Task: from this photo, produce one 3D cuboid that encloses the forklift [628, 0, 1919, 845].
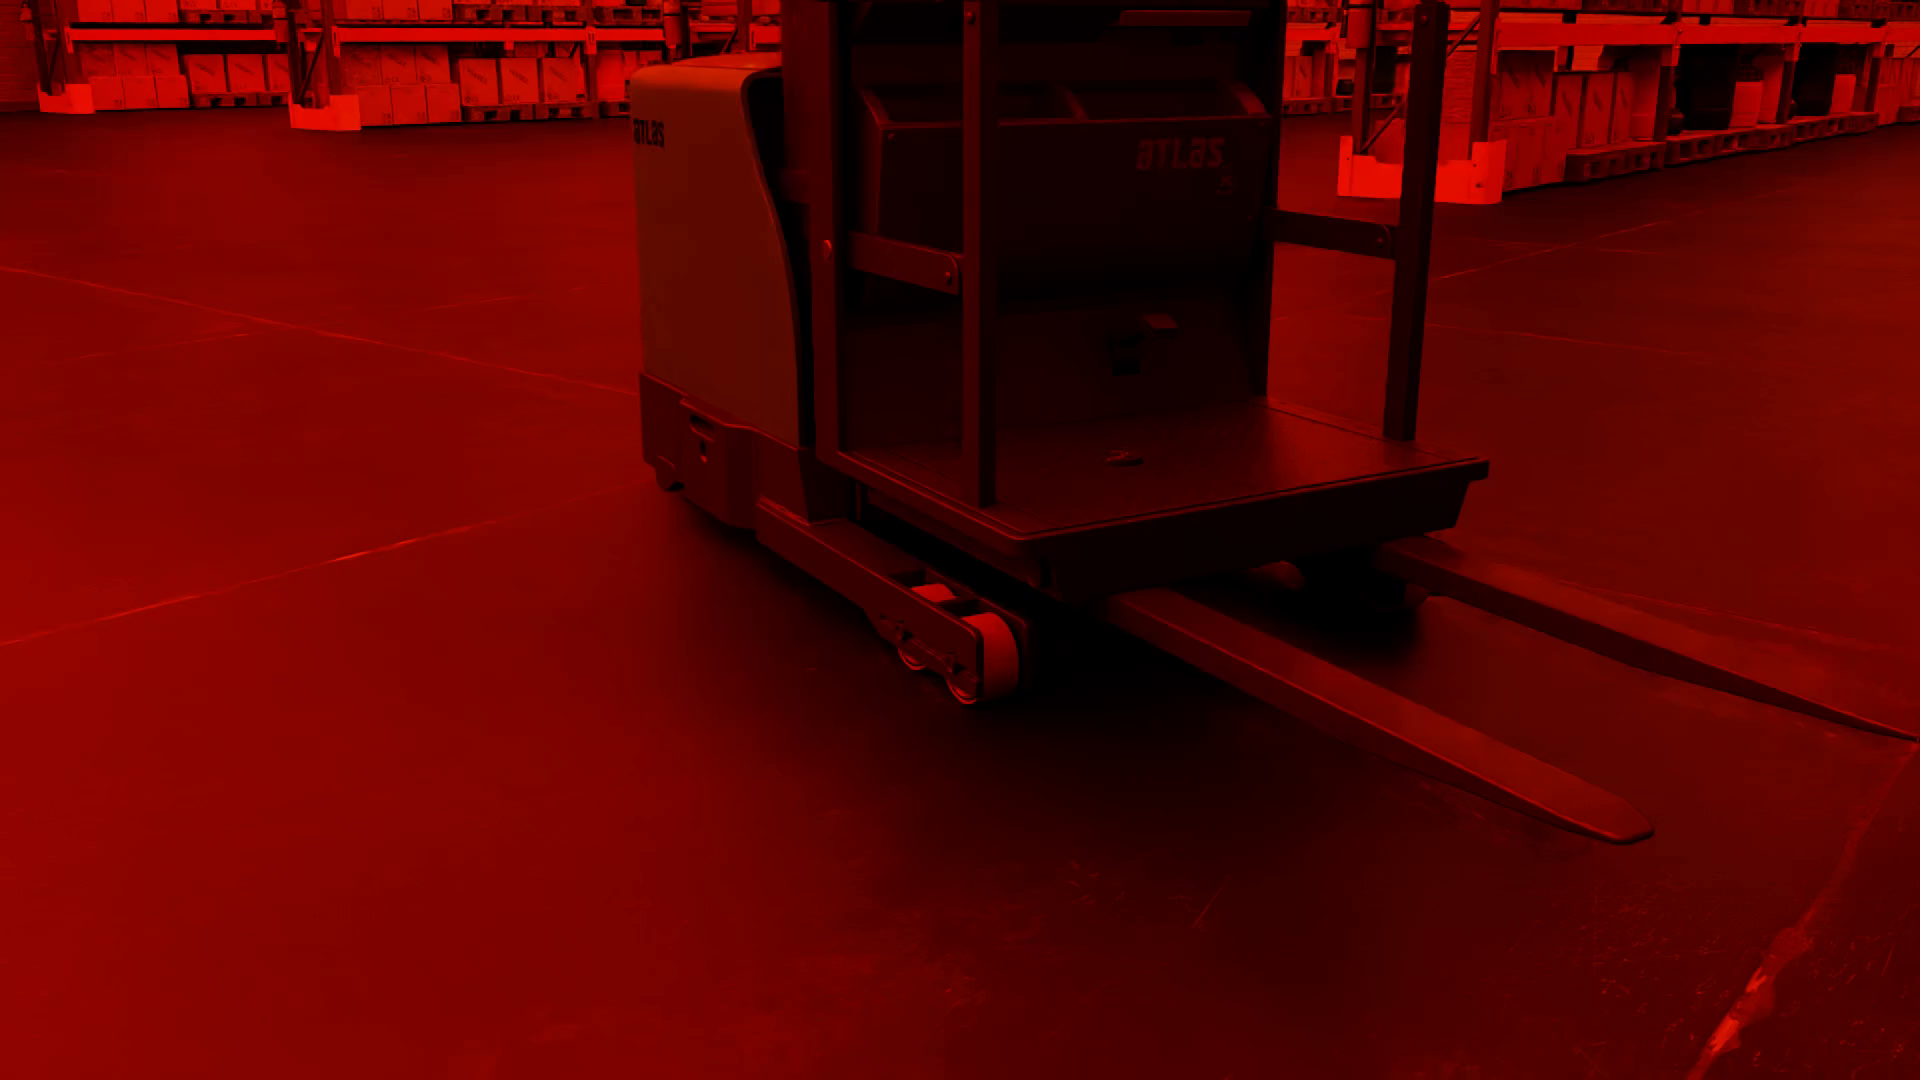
[{"bbox_3d":[0.329,-1.258,3.041,1.130,2.935,3.031,-9,19,-28],"label":"forklift"}]
